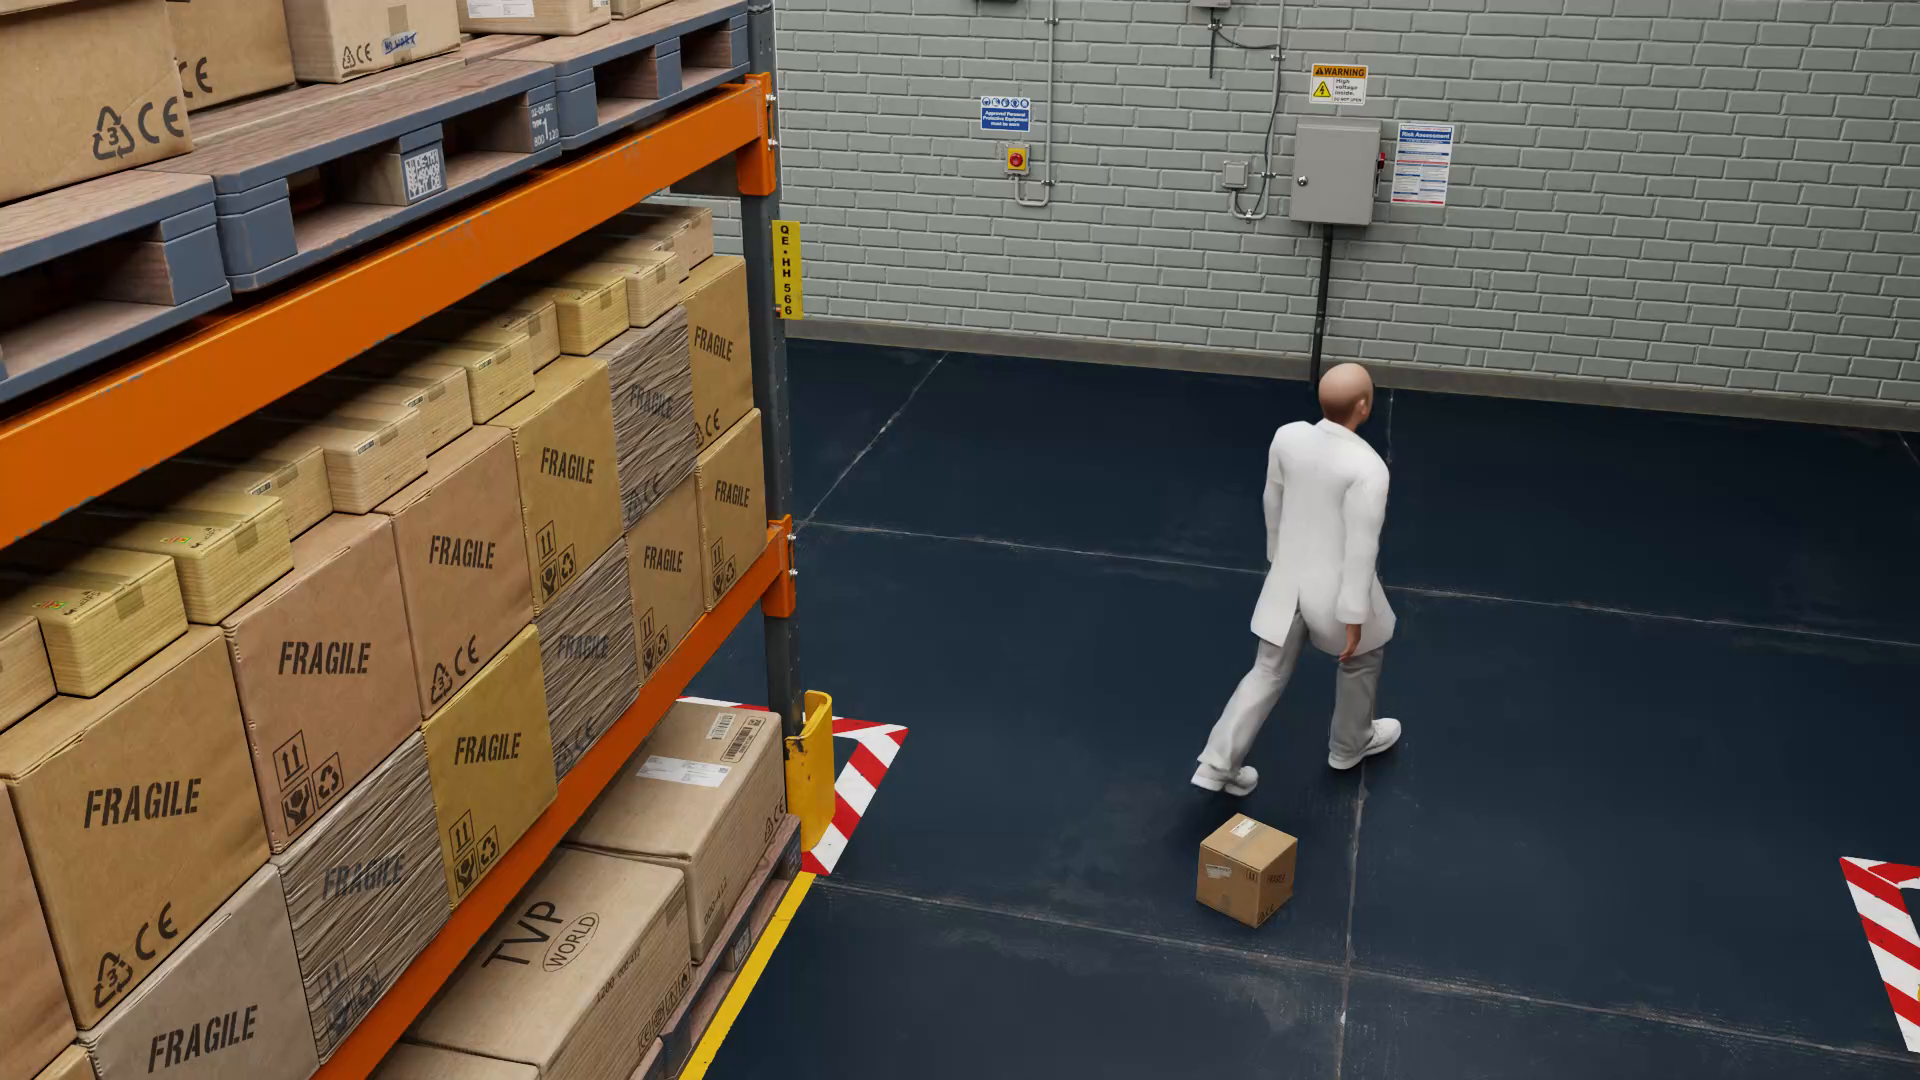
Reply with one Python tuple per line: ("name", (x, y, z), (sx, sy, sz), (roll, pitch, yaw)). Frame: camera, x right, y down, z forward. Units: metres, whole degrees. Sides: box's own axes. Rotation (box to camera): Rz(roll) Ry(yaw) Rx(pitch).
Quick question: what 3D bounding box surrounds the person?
("person", (1.329, 0.174, 6.262), (1.107, 1.738, 0.583), (-21, 32, -38))
